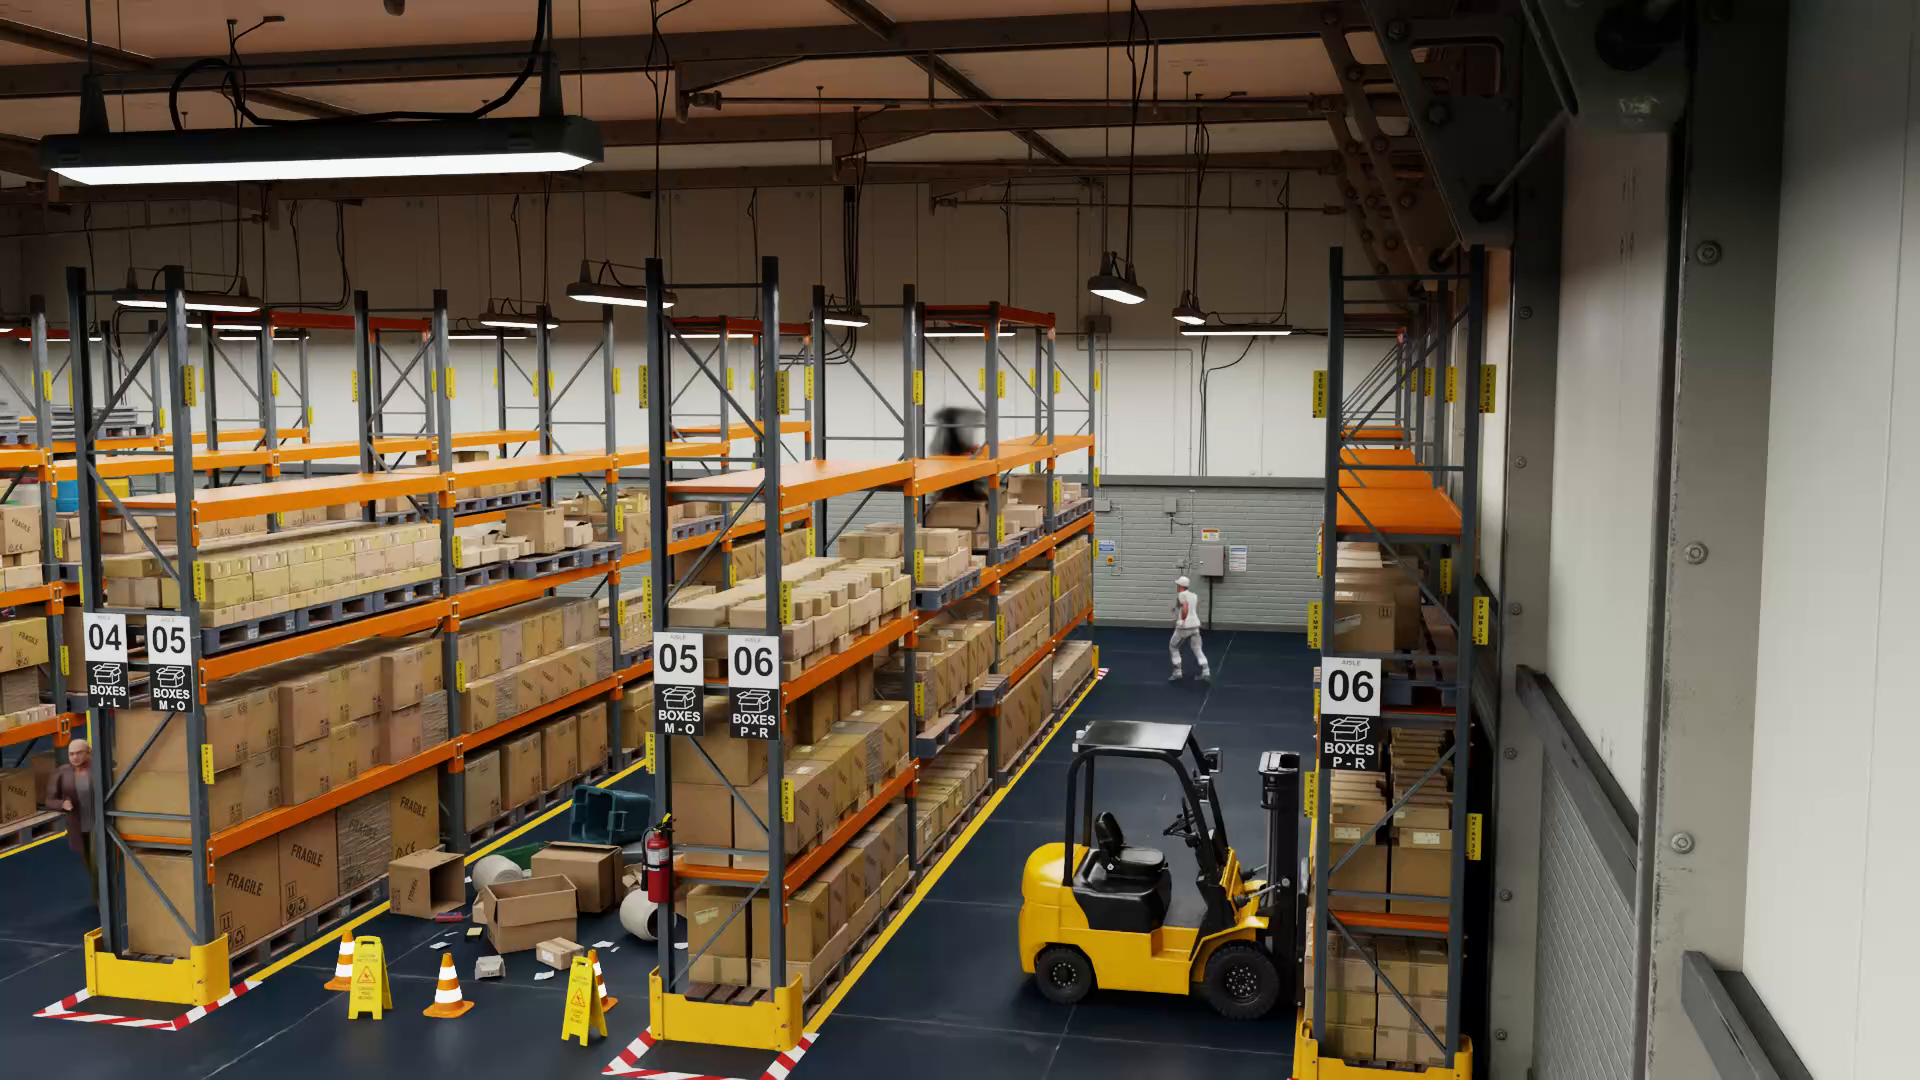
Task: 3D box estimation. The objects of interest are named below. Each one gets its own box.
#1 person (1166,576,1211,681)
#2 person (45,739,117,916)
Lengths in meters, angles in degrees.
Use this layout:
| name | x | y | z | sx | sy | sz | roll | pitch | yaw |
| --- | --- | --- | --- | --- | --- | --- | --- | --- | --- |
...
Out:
| name | x | y | z | sx | sy | sz | roll | pitch | yaw |
| --- | --- | --- | --- | --- | --- | --- | --- | --- | --- |
| person | 3.791 | 1.499 | 27.653 | 0.686 | 1.773 | 0.955 | -5 | 7 | -39 |
| person | -8.252 | 2.708 | 15.766 | 0.625 | 1.732 | 1.037 | -1 | 6 | -9 |
